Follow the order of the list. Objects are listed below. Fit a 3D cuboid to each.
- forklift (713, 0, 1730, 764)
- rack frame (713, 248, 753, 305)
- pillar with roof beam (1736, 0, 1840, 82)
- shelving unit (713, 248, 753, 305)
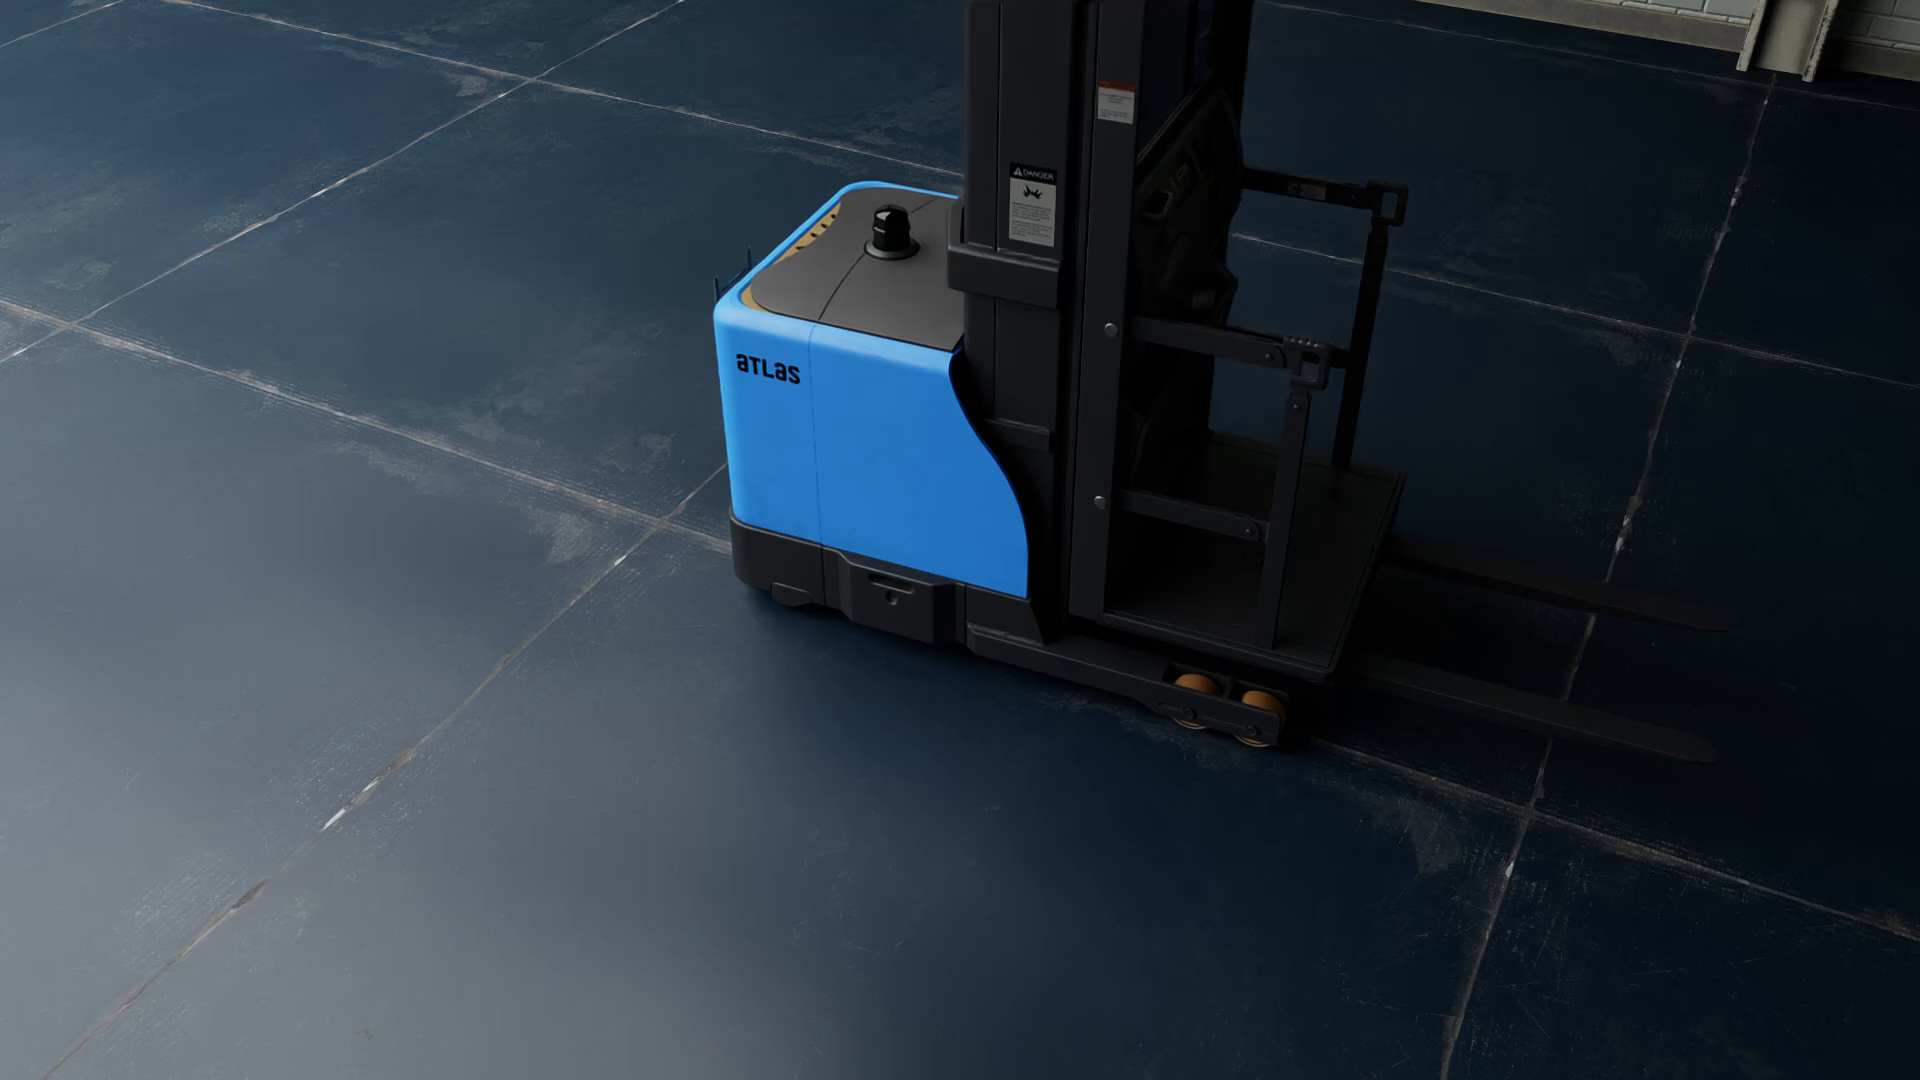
[{"bbox_3d":[0.818,-0.920,4.538,3.031,2.935,1.130,14,40,18],"label":"forklift"},{"bbox_3d":[-0.747,-0.550,5.730,0.006,0.900,0.240,14,40,18],"label":"rack frame"},{"bbox_3d":[2.545,-3.894,3.437,0.400,9.000,9.100,17,41,21],"label":"pillar with roof beam"},{"bbox_3d":[-0.654,-0.526,5.698,0.210,0.900,0.258,14,40,18],"label":"shelving unit"}]
